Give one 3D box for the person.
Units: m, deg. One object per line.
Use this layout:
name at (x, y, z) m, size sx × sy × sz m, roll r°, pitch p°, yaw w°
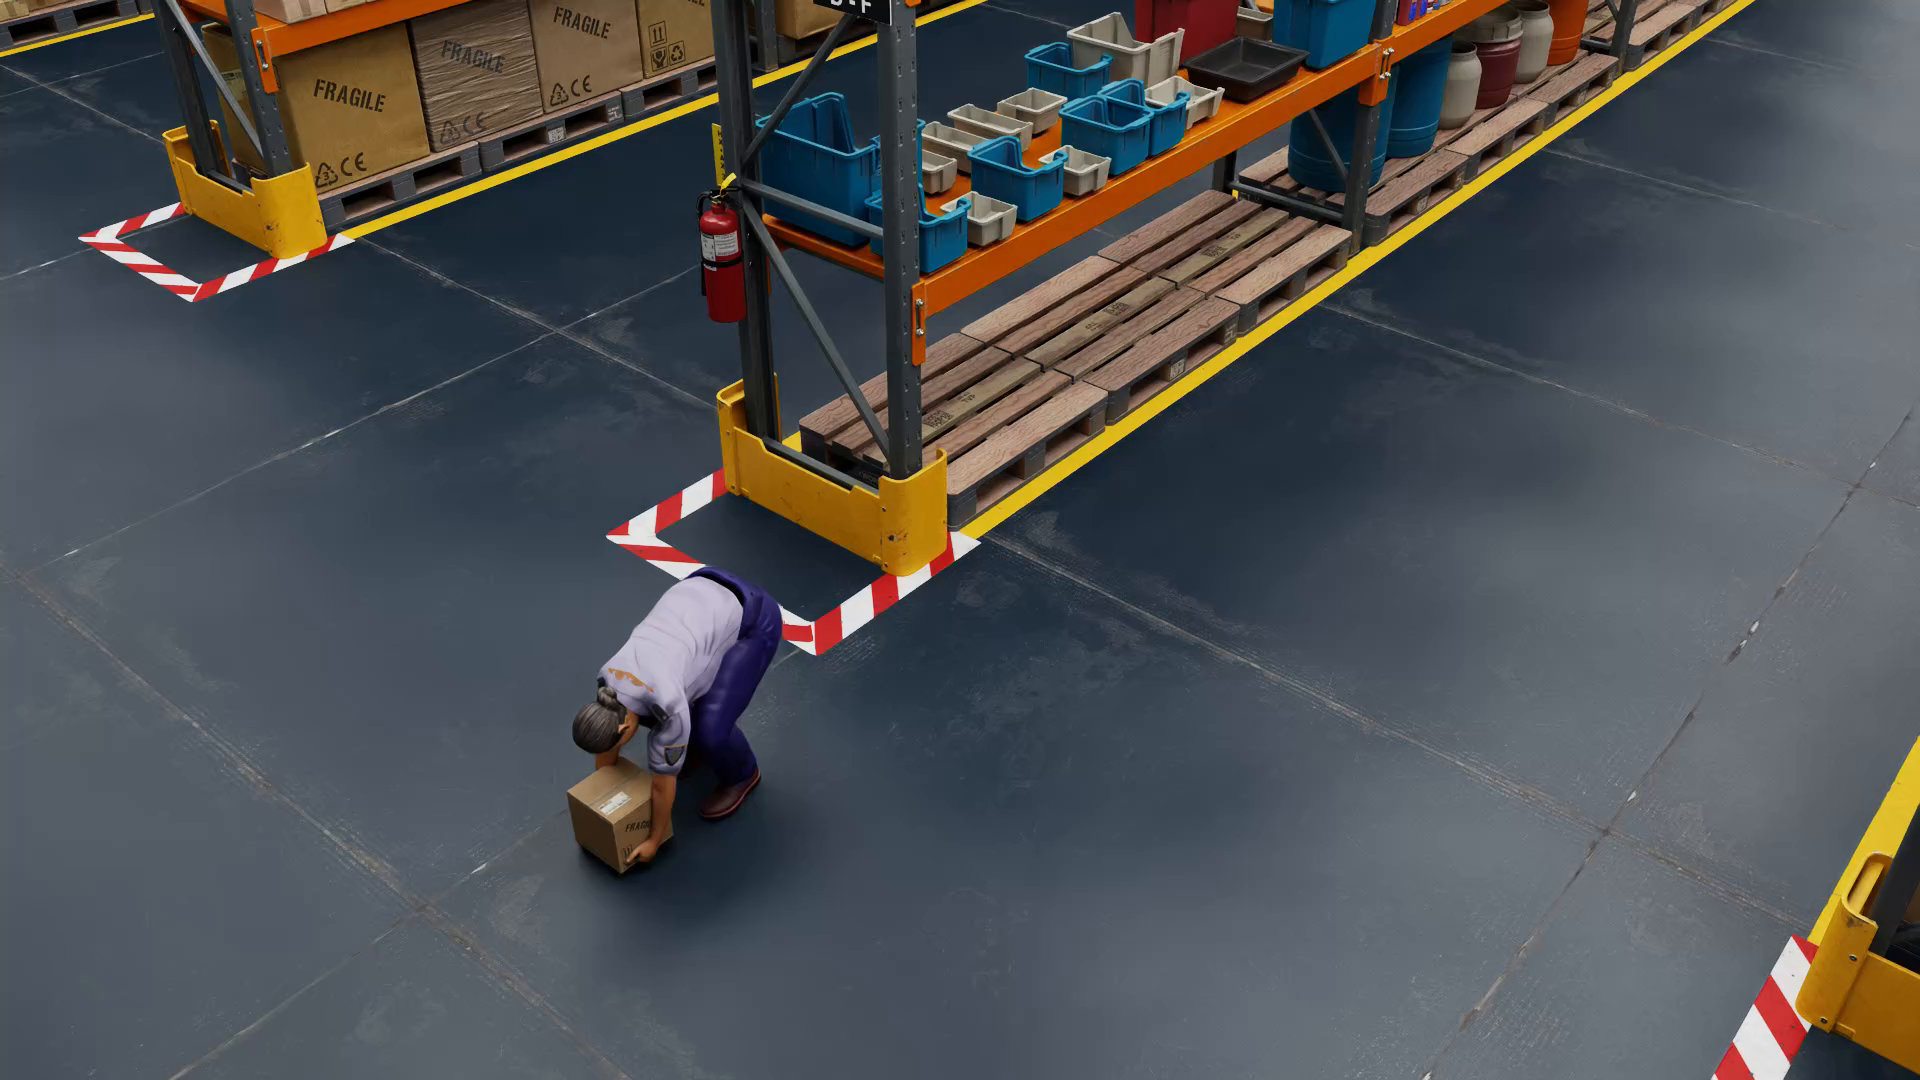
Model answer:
person at (-1.016, 0.617, 5.974) m, size 0.506 × 0.854 × 0.898 m, roll 24°, pitch 42°, yaw 30°
